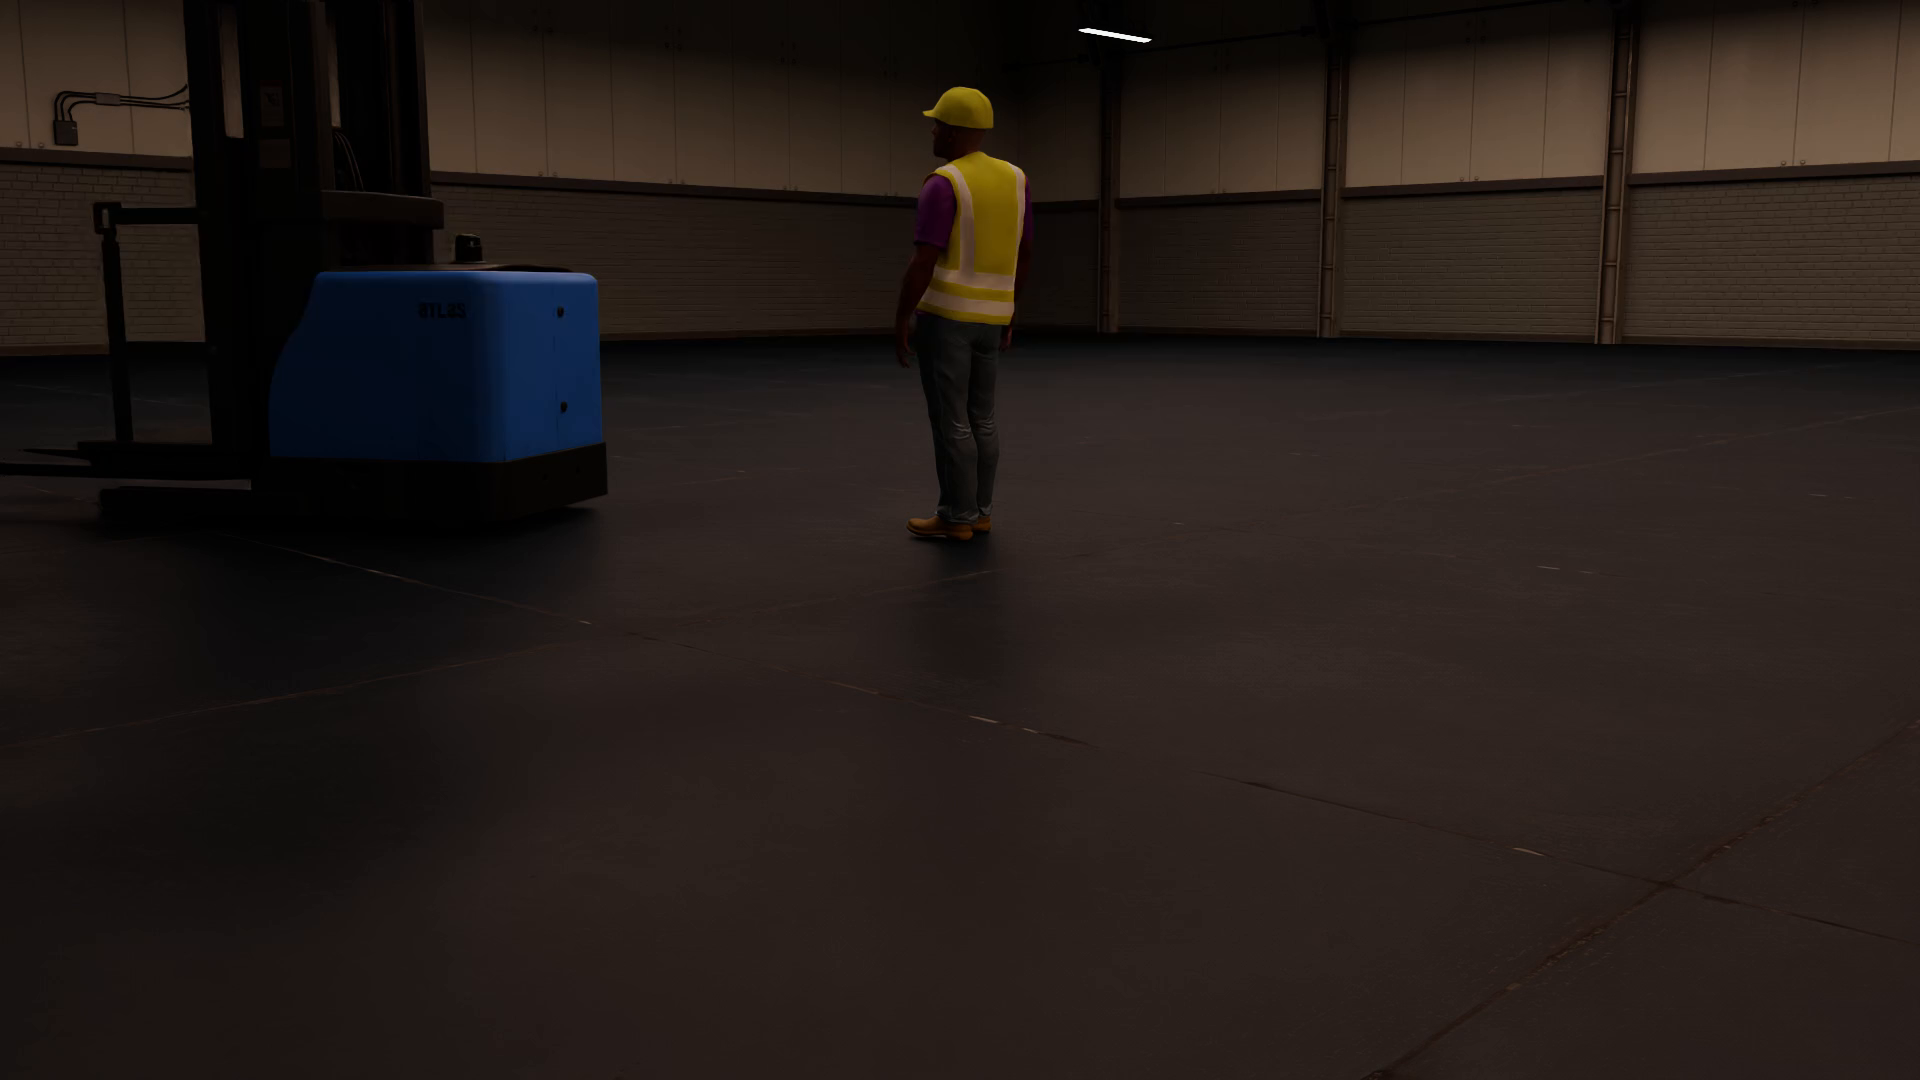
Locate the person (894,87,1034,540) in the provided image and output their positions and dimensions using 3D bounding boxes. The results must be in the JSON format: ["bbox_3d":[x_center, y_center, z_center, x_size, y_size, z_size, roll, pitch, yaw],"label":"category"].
[{"bbox_3d":[-0.046,-0.888,6.637,0.577,1.765,0.666,8,12,43],"label":"person"}]

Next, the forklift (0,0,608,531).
[{"bbox_3d":[-3.192,-1.578,7.352,3.031,2.935,1.130,2,9,14],"label":"forklift"}]
